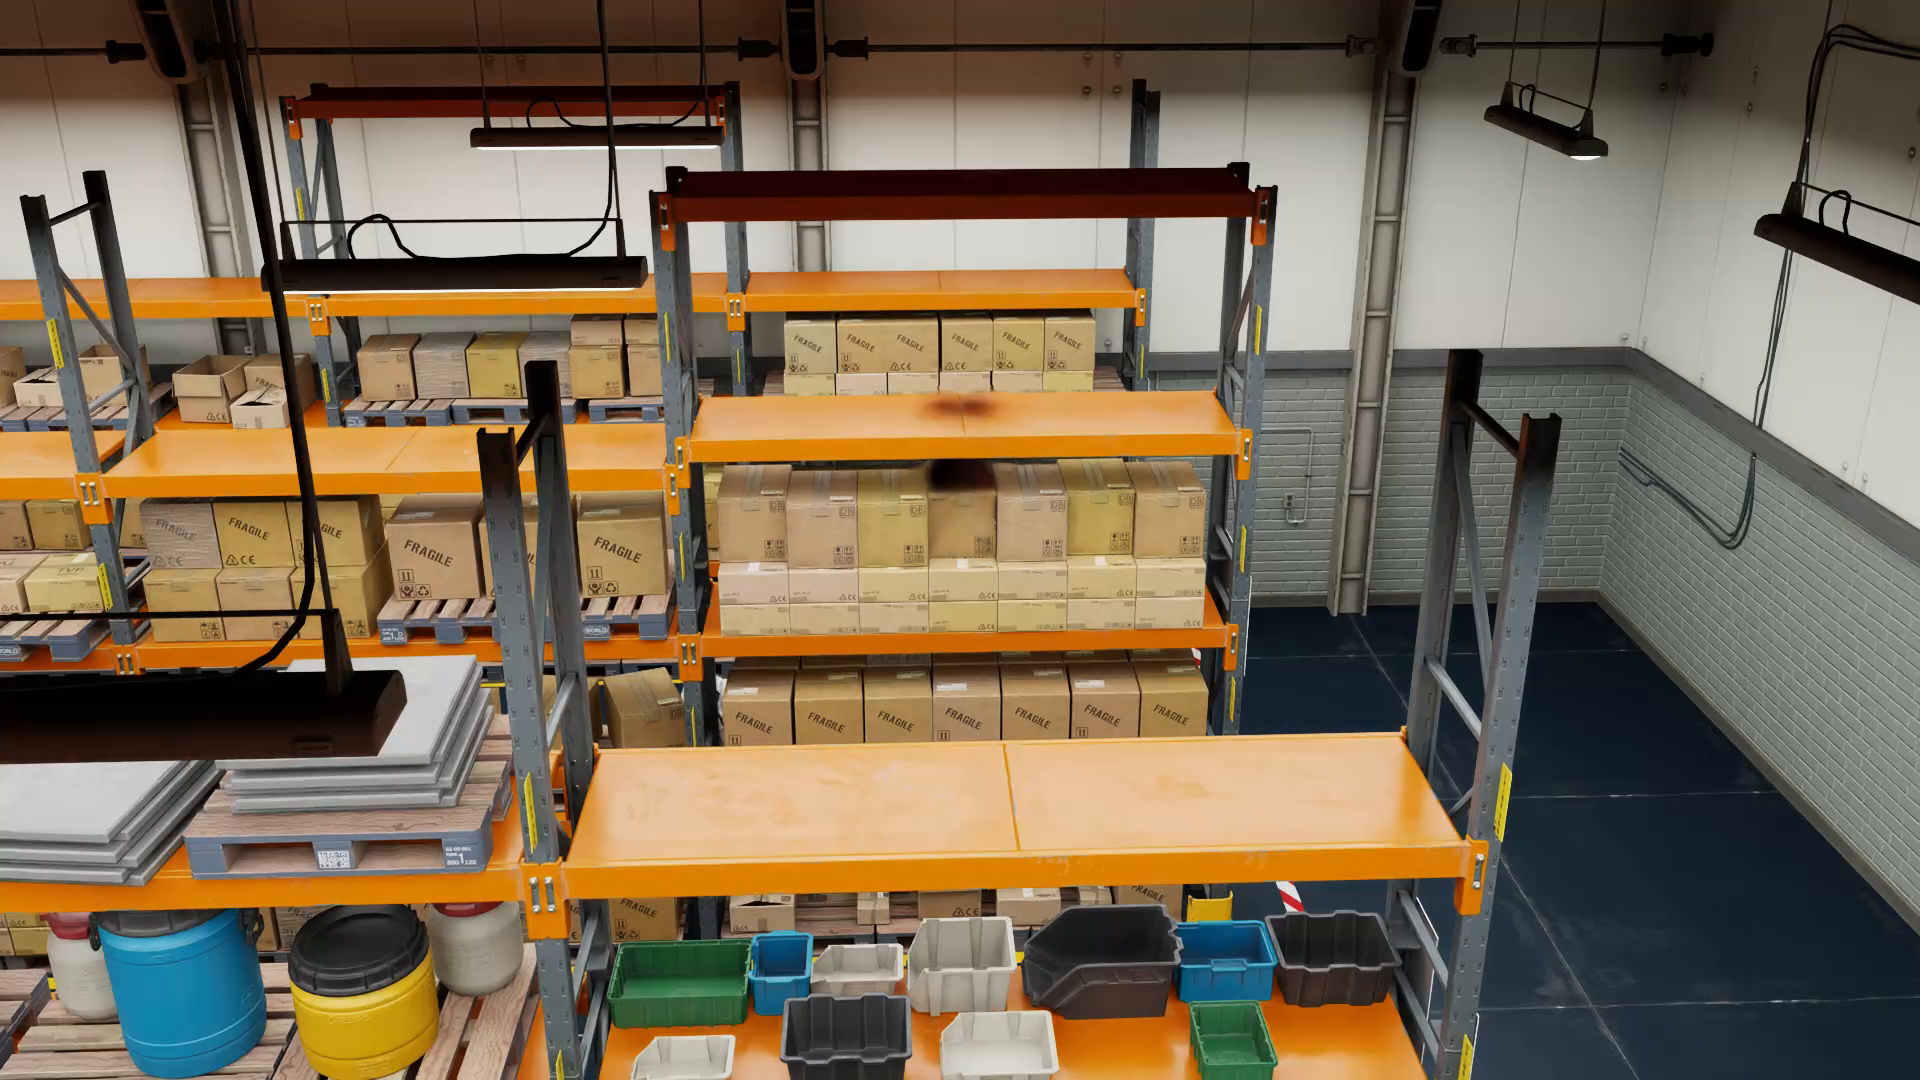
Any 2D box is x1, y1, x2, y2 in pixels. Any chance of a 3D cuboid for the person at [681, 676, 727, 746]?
[{"bbox_3d":[-2.189,1.759,14.618,0.578,1.672,0.387,4,22,9],"label":"person"}]
